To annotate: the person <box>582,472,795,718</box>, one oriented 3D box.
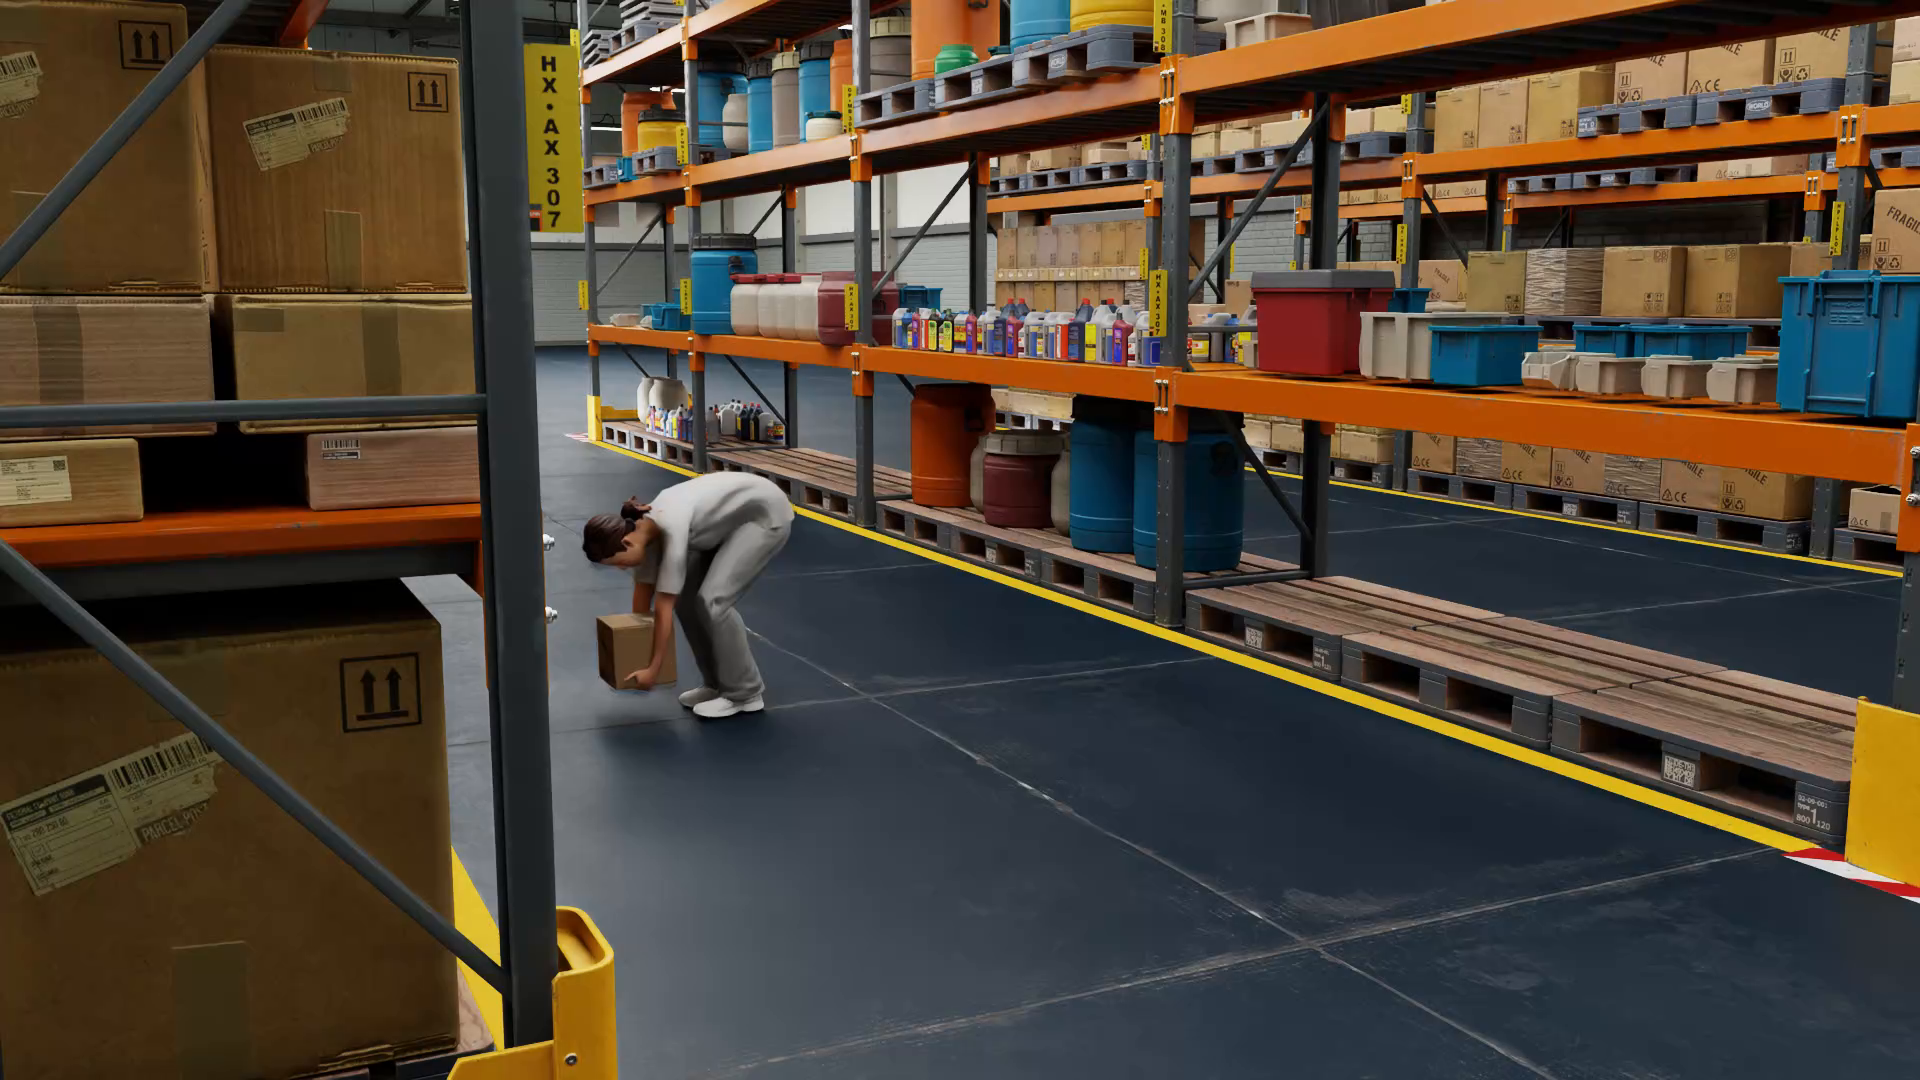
[{"bbox_3d":[-1.089,0.224,6.708,0.860,0.975,0.436,-5,10,-28],"label":"person"}]
